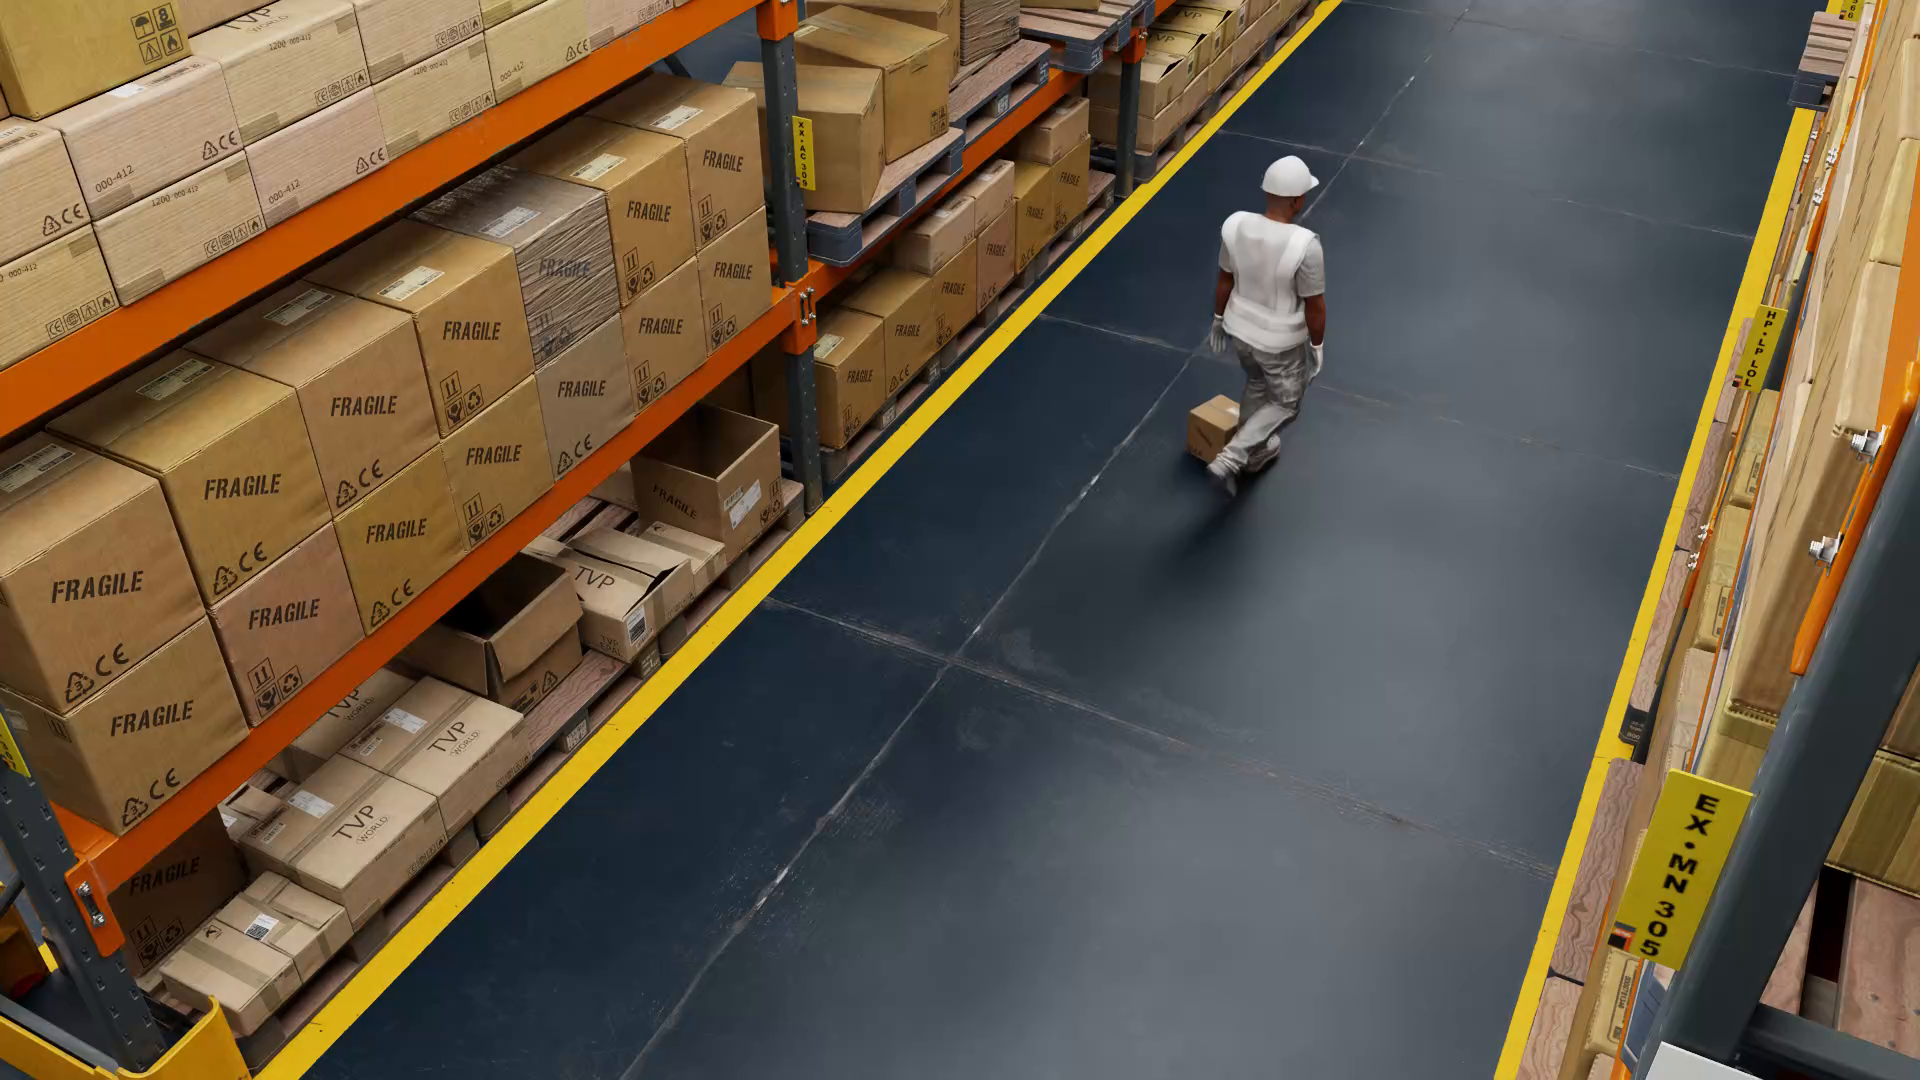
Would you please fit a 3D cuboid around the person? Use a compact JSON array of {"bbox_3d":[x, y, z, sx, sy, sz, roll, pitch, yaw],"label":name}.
[{"bbox_3d":[1.464,-0.984,7.988,0.781,1.759,0.601,-31,47,-34],"label":"person"}]
